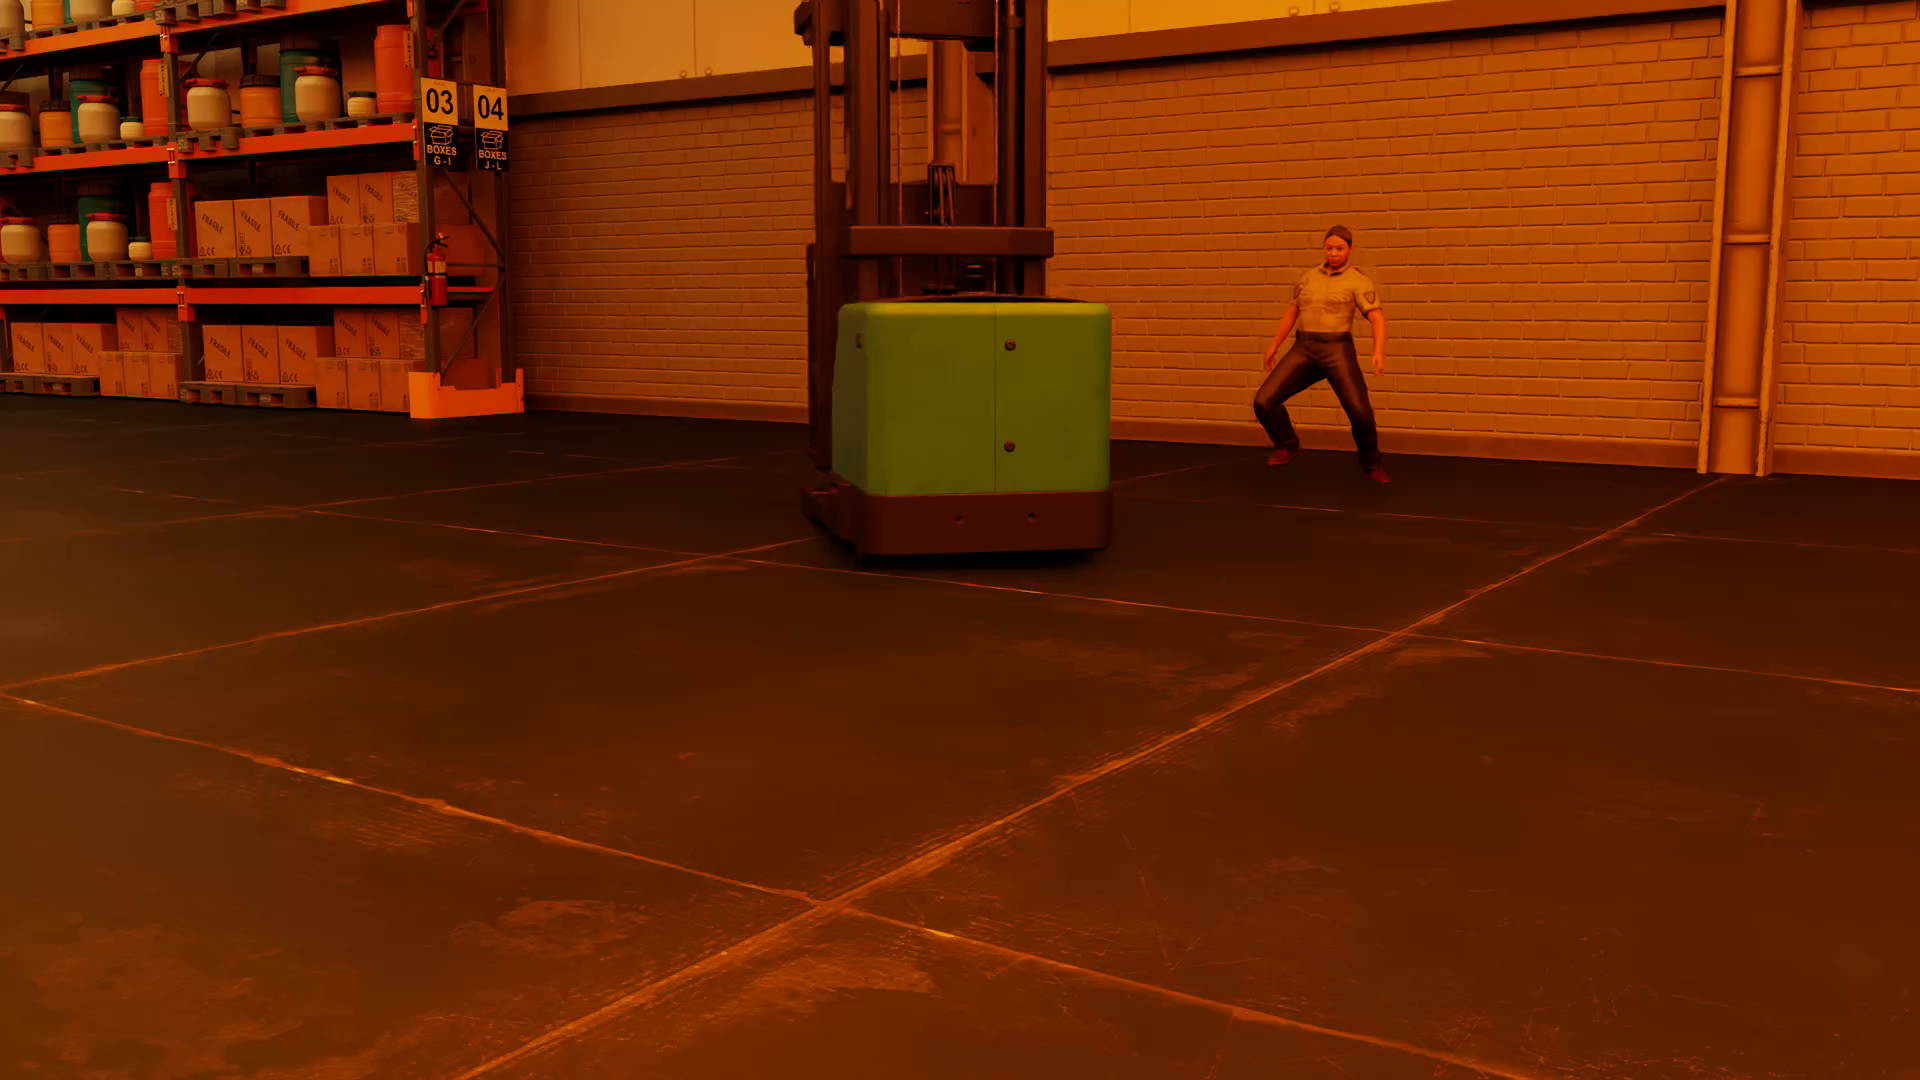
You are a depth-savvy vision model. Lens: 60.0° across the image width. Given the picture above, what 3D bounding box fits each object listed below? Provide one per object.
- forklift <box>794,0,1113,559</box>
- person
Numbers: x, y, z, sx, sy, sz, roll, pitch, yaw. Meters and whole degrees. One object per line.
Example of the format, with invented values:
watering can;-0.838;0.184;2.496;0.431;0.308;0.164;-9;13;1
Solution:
forklift;-0.192;-1.539;8.017;1.130;2.935;3.031;-2;8;-13
person;2.229;-1.126;10.131;0.863;1.553;0.587;7;11;40
